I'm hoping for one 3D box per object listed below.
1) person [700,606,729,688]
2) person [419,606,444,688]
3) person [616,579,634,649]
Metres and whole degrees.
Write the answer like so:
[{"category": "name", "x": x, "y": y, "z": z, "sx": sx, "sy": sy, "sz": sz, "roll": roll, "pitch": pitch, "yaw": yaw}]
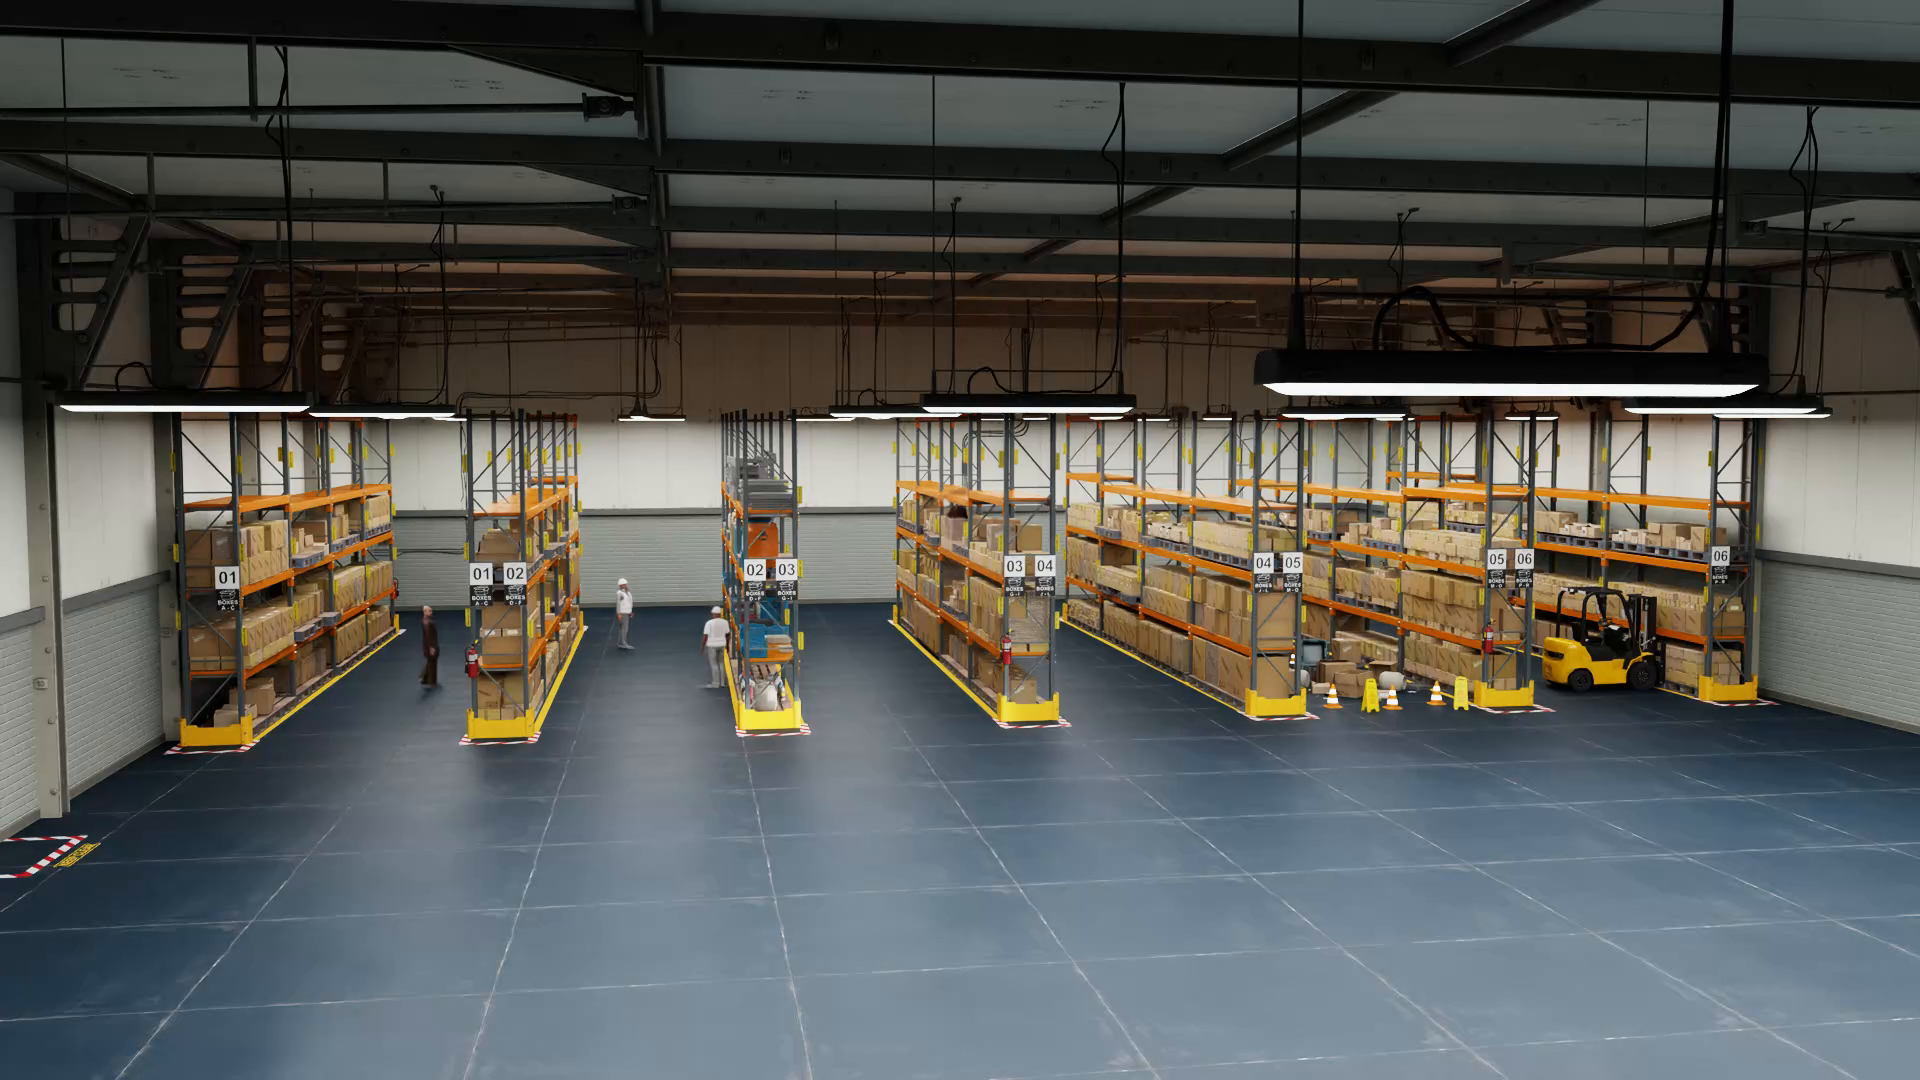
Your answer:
[{"category": "person", "x": -5.302, "y": 2.340, "z": 36.031, "sx": 0.690, "sy": 1.810, "sz": 0.372, "roll": -3, "pitch": 5, "yaw": -38}, {"category": "person", "x": -11.489, "y": 2.311, "z": 36.103, "sx": 0.512, "sy": 1.781, "sz": 0.587, "roll": -3, "pitch": 5, "yaw": -36}, {"category": "person", "x": -8.571, "y": 1.874, "z": 42.540, "sx": 0.414, "sy": 1.783, "sz": 0.550, "roll": 0, "pitch": 4, "yaw": -1}]
